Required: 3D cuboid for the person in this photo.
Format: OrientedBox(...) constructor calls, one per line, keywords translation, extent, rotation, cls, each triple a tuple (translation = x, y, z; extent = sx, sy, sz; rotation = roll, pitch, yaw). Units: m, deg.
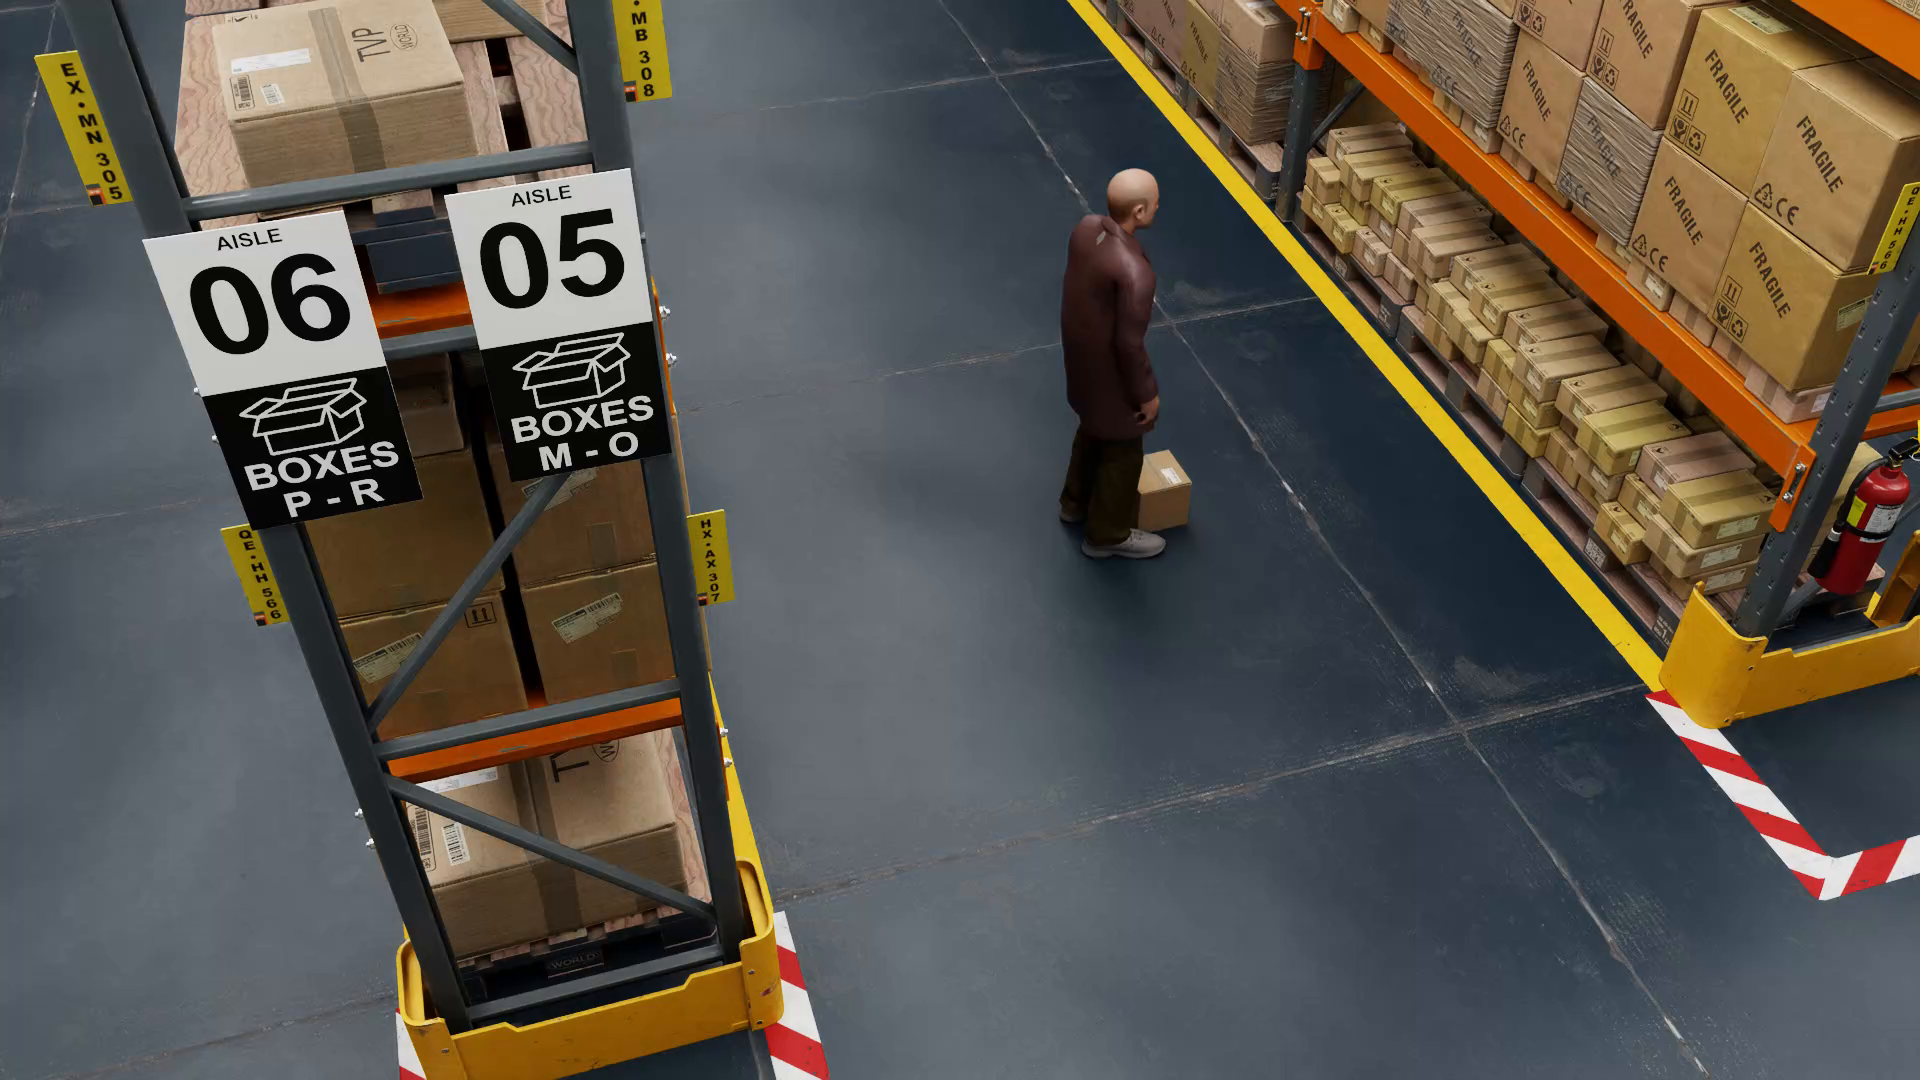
OrientedBox(translation=(0.637, -0.742, 7.004), extent=(0.418, 1.774, 0.656), rotation=(-14, 43, -15), cls="person")
